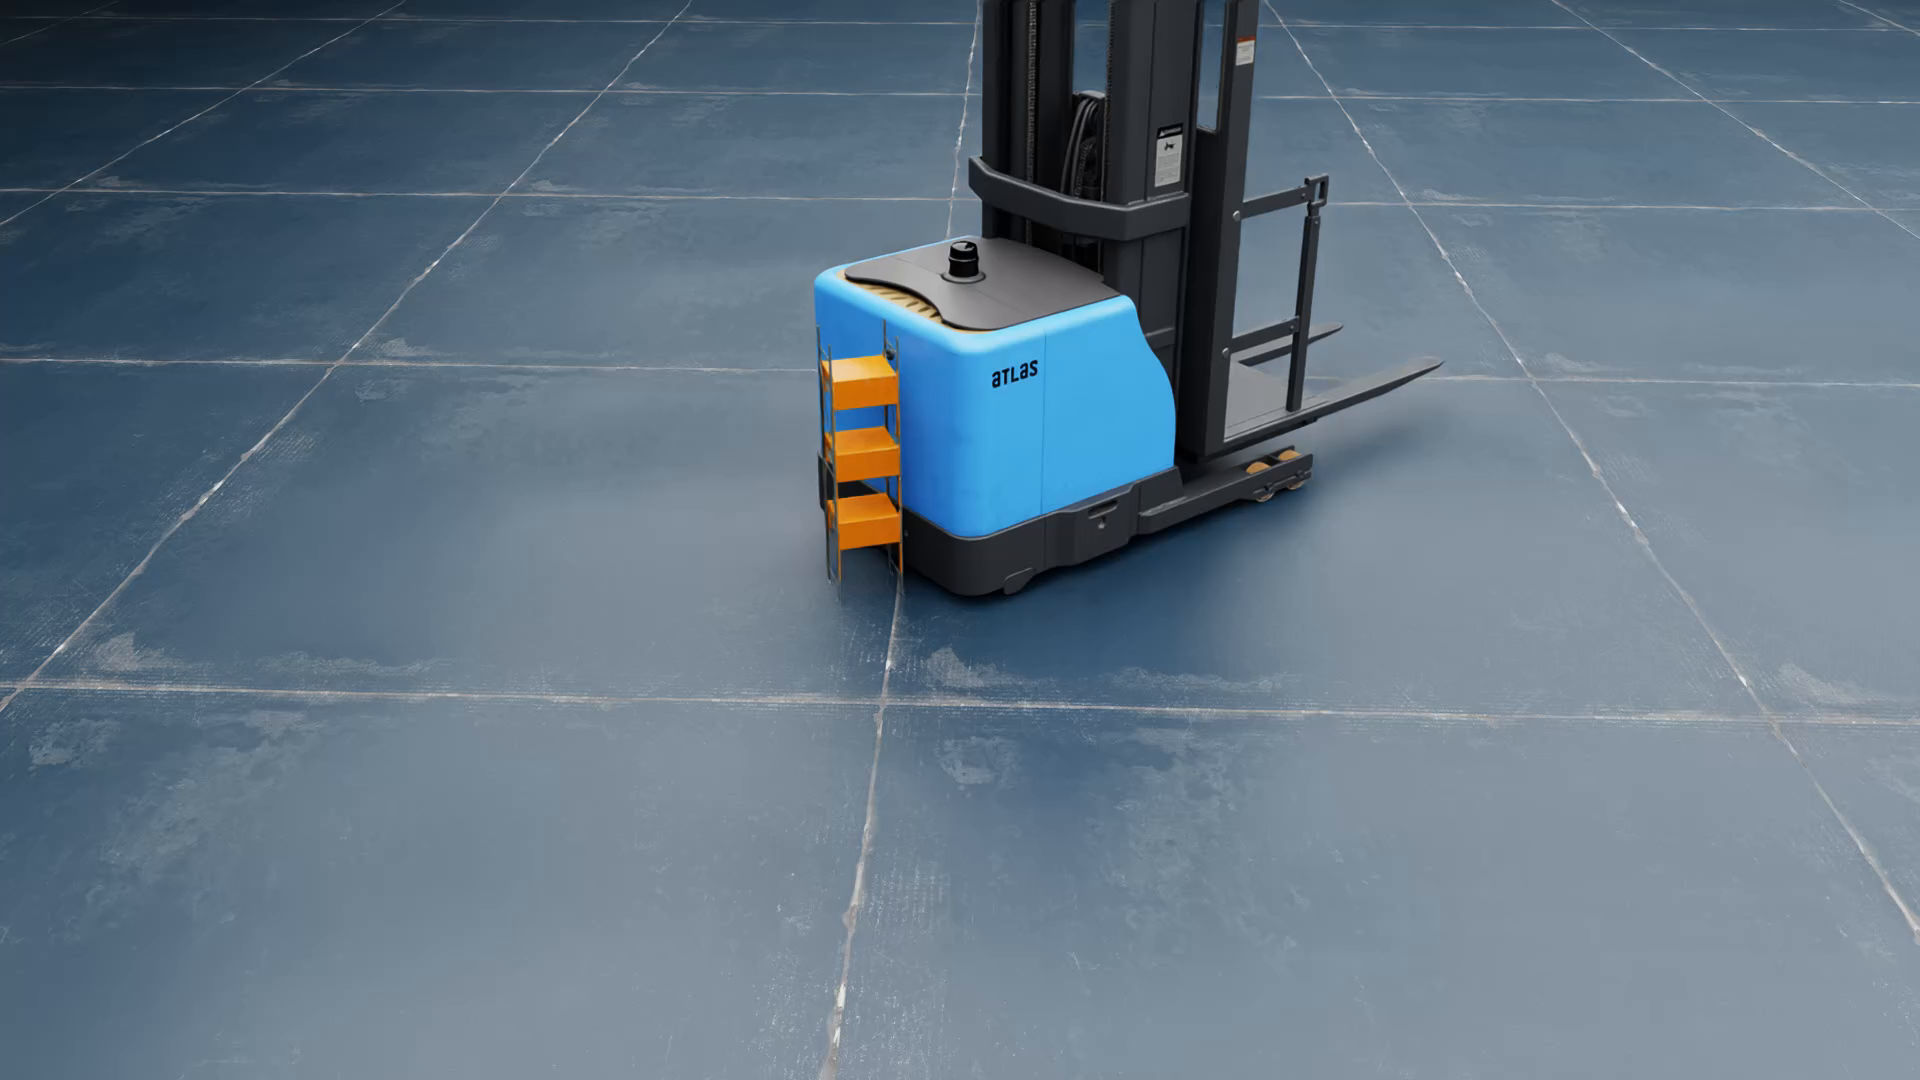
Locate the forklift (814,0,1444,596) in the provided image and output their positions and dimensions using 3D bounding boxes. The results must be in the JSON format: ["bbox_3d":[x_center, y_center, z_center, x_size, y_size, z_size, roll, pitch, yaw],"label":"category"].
[{"bbox_3d":[0.894,-1.632,6.699,3.031,2.935,1.130,-20,34,-33],"label":"forklift"}]

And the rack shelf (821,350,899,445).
[{"bbox_3d":[-0.364,-0.519,6.024,0.240,0.259,0.215,-8,29,-15],"label":"rack shelf"}]

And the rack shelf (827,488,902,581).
[{"bbox_3d":[-0.364,-0.022,6.287,0.240,0.259,0.215,-8,29,-15],"label":"rack shelf"}]

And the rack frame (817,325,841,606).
[{"bbox_3d":[-0.481,-0.261,6.121,0.008,1.050,0.200,-8,29,-15],"label":"rack frame"}]

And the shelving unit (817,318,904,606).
[{"bbox_3d":[-0.364,-0.277,6.152,0.252,1.050,0.215,-8,29,-15],"label":"shelving unit"}]

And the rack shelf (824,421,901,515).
[{"bbox_3d":[-0.364,-0.268,6.157,0.240,0.259,0.215,-8,29,-15],"label":"rack shelf"}]

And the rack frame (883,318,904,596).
[{"bbox_3d":[-0.247,-0.294,6.183,0.008,1.050,0.200,-8,29,-15],"label":"rack frame"}]
